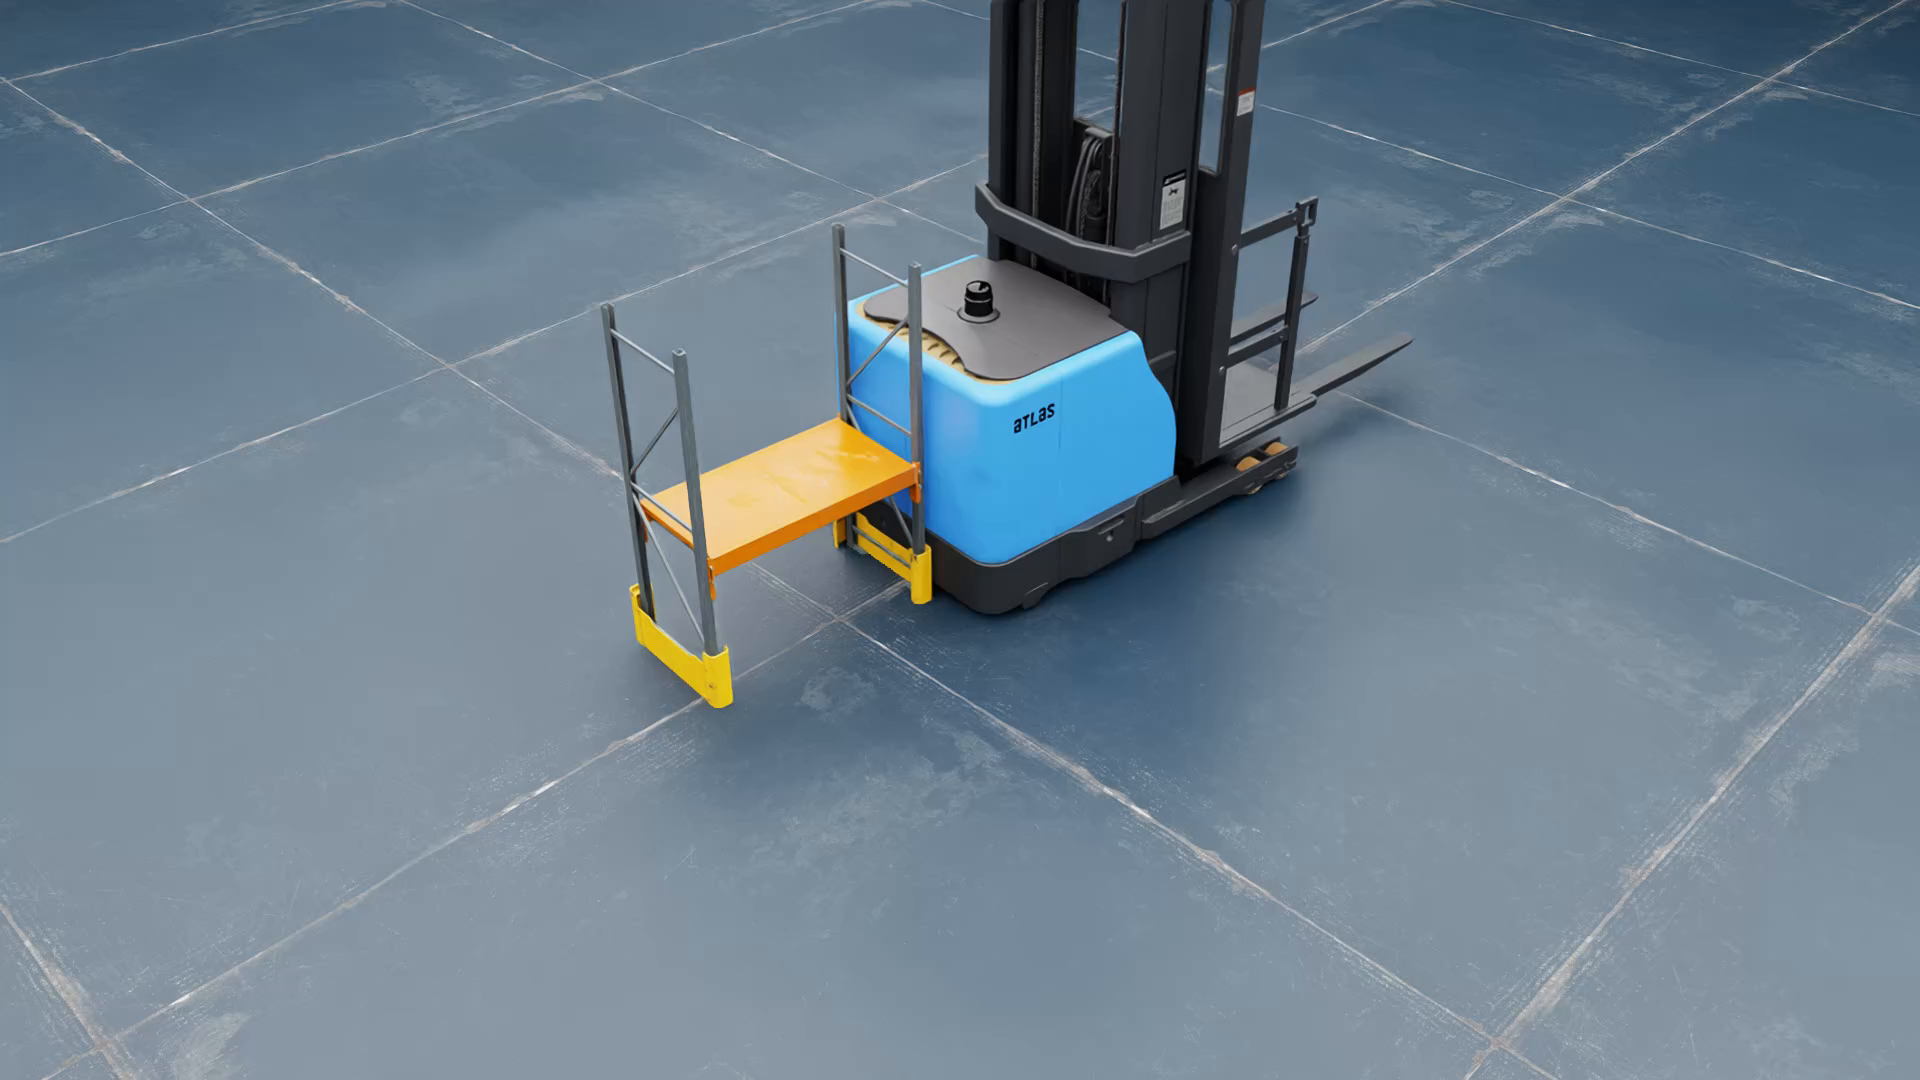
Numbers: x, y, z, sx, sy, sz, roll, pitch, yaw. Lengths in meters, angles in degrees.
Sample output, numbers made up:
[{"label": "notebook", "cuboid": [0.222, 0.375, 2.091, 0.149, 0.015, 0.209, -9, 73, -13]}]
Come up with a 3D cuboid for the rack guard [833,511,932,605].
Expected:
[{"label": "rack guard", "cuboid": [-0.331, 0.029, 6.989, 0.087, 0.250, 0.587, -26, 43, -33]}]

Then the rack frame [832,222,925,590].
[{"label": "rack frame", "cuboid": [-0.317, -0.491, 6.642, 0.032, 1.500, 0.500, -26, 43, -33]}]

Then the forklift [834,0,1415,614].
[{"label": "forklift", "cuboid": [0.916, -1.613, 7.001, 3.031, 2.935, 1.130, -26, 43, -33]}]

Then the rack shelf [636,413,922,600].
[{"label": "rack shelf", "cuboid": [-0.700, -0.152, 6.471, 1.000, 0.185, 0.538, -26, 43, -33]}]

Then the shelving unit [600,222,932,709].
[{"label": "shelving unit", "cuboid": [-0.707, -0.296, 6.364, 1.083, 1.500, 0.587, -26, 43, -33]}]

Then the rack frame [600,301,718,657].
[{"label": "rack frame", "cuboid": [-1.084, -0.109, 6.095, 0.032, 1.500, 0.500, -26, 43, -33]}]

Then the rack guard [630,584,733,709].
[{"label": "rack guard", "cuboid": [-1.083, 0.403, 6.453, 0.087, 0.250, 0.587, -26, 43, -33]}]
